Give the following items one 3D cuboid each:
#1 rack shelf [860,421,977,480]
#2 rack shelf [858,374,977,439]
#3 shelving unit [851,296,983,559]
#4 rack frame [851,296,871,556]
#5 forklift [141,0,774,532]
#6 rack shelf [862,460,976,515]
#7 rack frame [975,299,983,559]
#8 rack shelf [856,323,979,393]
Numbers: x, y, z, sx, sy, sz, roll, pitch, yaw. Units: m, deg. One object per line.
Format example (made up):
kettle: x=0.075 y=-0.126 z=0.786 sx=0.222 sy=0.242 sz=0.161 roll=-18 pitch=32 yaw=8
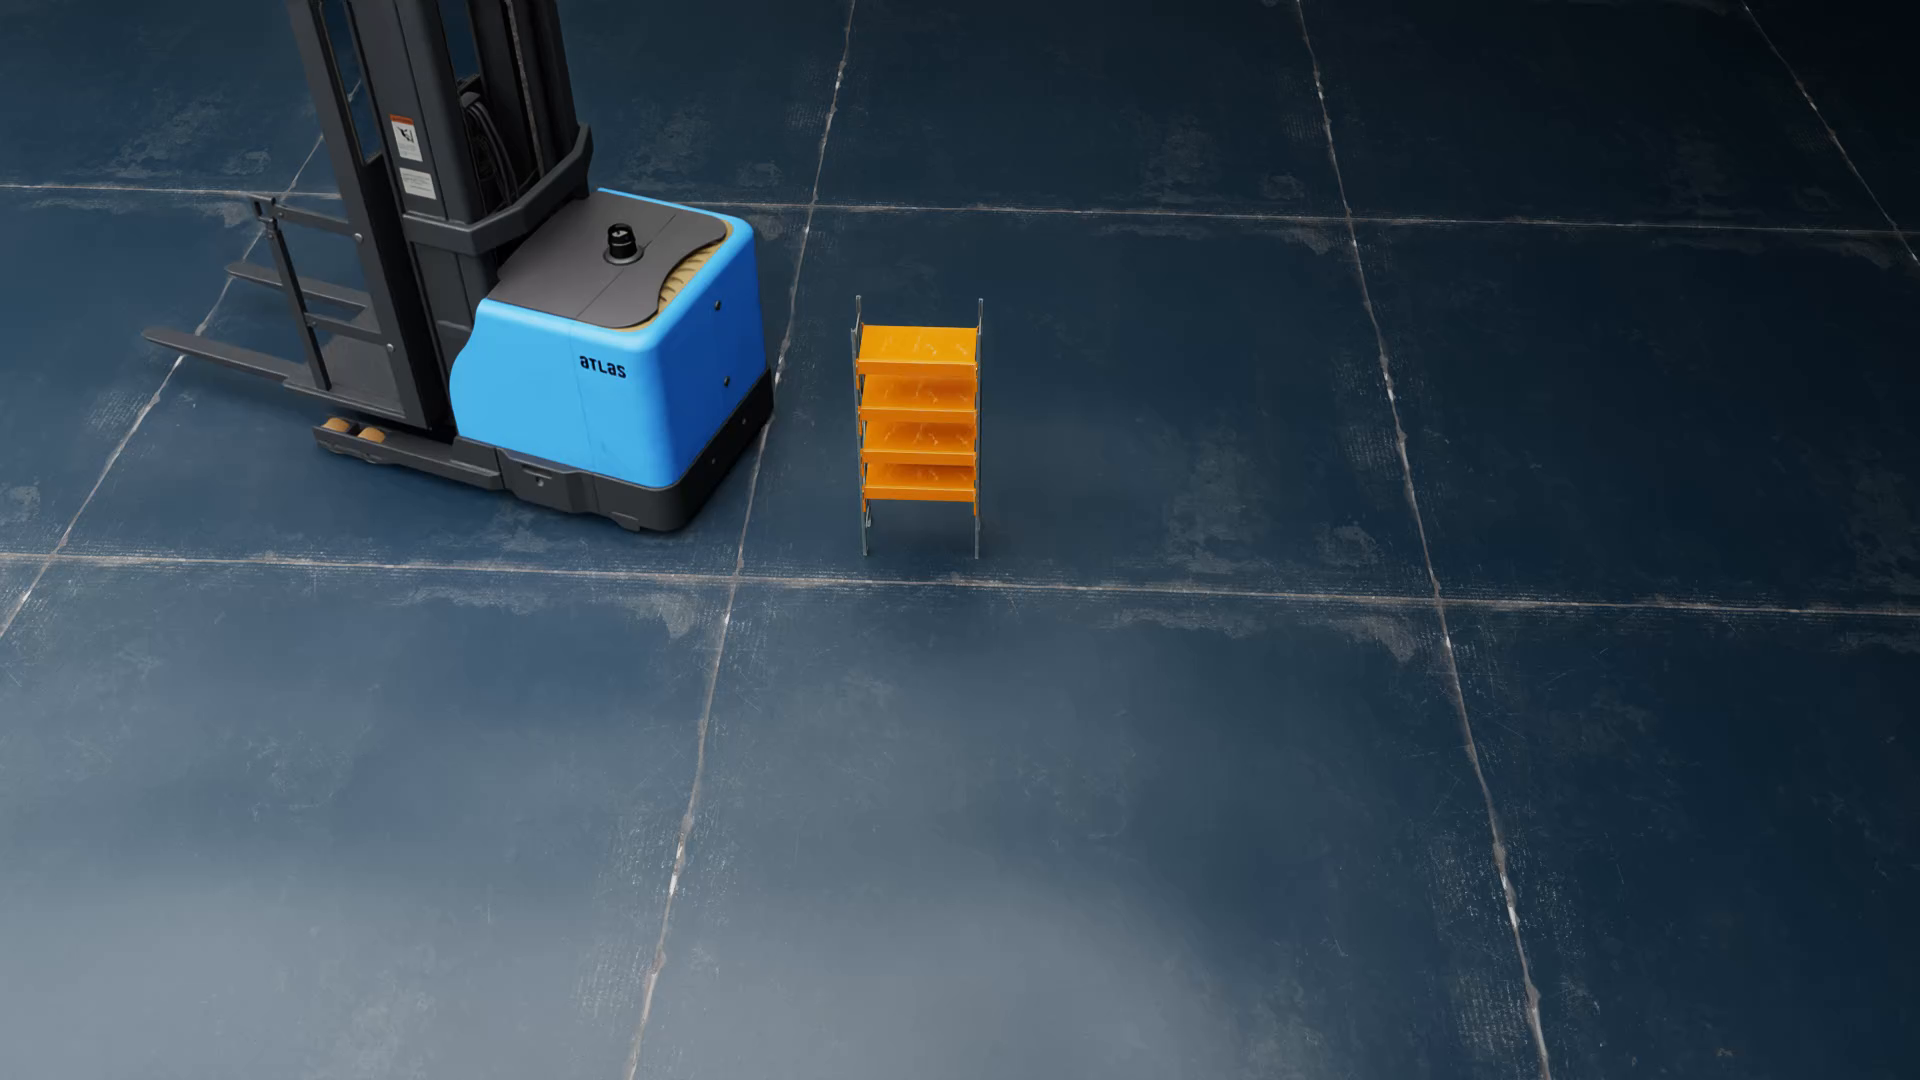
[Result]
rack shelf: x=-0.165 y=-0.395 z=6.978 sx=0.480 sy=0.148 sz=0.258 roll=2 pitch=43 yaw=2
rack shelf: x=-0.165 y=-0.559 z=6.825 sx=0.480 sy=0.148 sz=0.258 roll=2 pitch=43 yaw=2
shelving unit: x=-0.165 y=-0.444 z=6.932 sx=0.503 sy=1.200 sz=0.258 roll=2 pitch=43 yaw=2
rack frame: x=-0.409 y=-0.452 z=6.940 sx=0.015 sy=1.200 sz=0.240 roll=2 pitch=43 yaw=2
forklift: x=-2.456 y=-1.746 z=7.059 sx=3.031 sy=2.935 sz=1.130 roll=15 pitch=45 yaw=15
rack shelf: x=-0.165 y=-0.250 z=7.113 sx=0.480 sy=0.148 sz=0.258 roll=2 pitch=43 yaw=2
rack frame: x=0.078 y=-0.437 z=6.924 sx=0.015 sy=1.200 sz=0.240 roll=2 pitch=43 yaw=2
rack shelf: x=-0.165 y=-0.732 z=6.664 sx=0.480 sy=0.148 sz=0.258 roll=2 pitch=43 yaw=2
